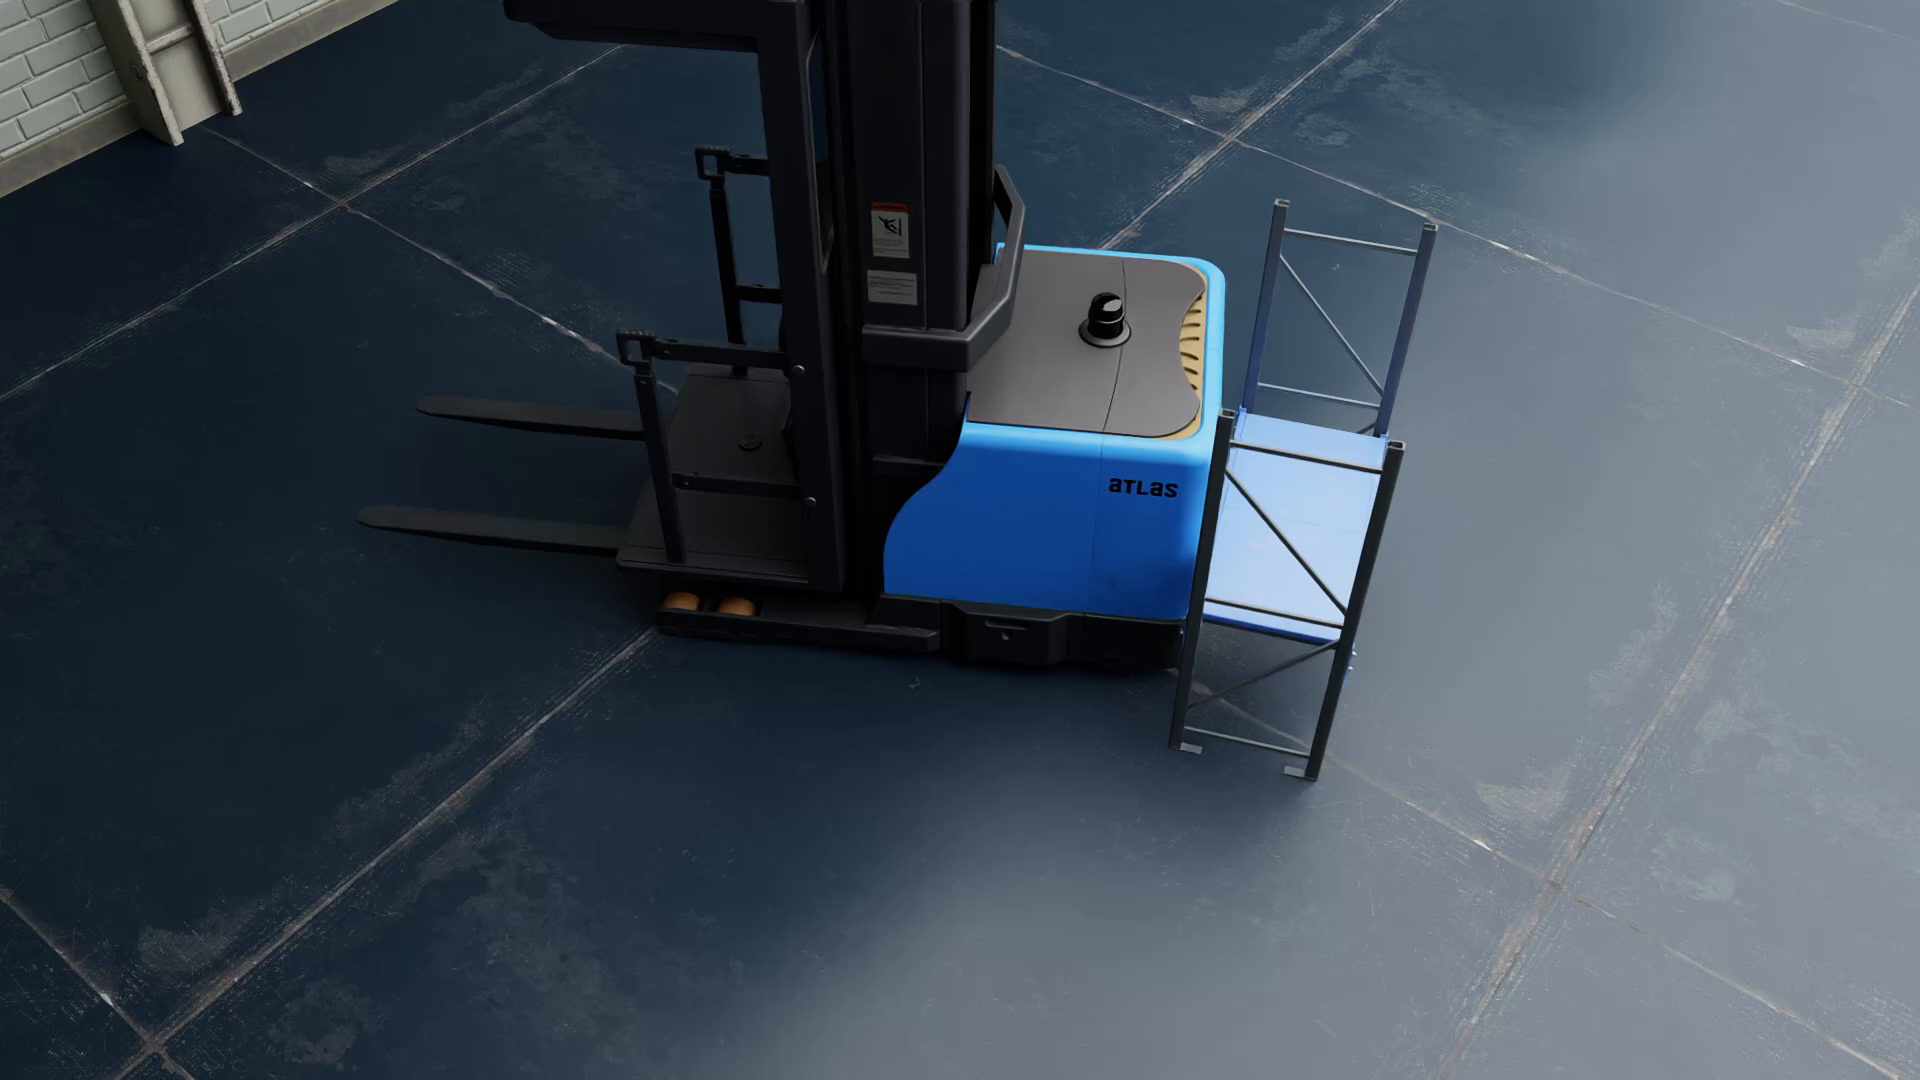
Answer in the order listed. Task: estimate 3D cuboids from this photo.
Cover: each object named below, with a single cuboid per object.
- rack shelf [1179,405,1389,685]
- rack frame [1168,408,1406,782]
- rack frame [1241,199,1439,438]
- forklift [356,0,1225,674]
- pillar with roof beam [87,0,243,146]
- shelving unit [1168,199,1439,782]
[{"bbox_3d":[1.082,-0.009,5.470,0.538,0.185,1.000,12,47,11],"label":"rack shelf"},{"bbox_3d":[0.942,0.220,5.003,0.500,1.500,0.032,12,47,11],"label":"rack frame"},{"bbox_3d":[1.223,-0.487,5.678,0.500,1.500,0.032,12,47,11],"label":"rack frame"},{"bbox_3d":[-0.640,-1.026,5.203,3.031,2.935,1.130,5,47,5],"label":"forklift"},{"bbox_3d":[-0.409,-3.297,3.176,9.100,9.000,0.400,29,53,25],"label":"pillar with roof beam"},{"bbox_3d":[1.082,-0.133,5.340,0.538,1.500,1.048,12,47,11],"label":"shelving unit"}]
